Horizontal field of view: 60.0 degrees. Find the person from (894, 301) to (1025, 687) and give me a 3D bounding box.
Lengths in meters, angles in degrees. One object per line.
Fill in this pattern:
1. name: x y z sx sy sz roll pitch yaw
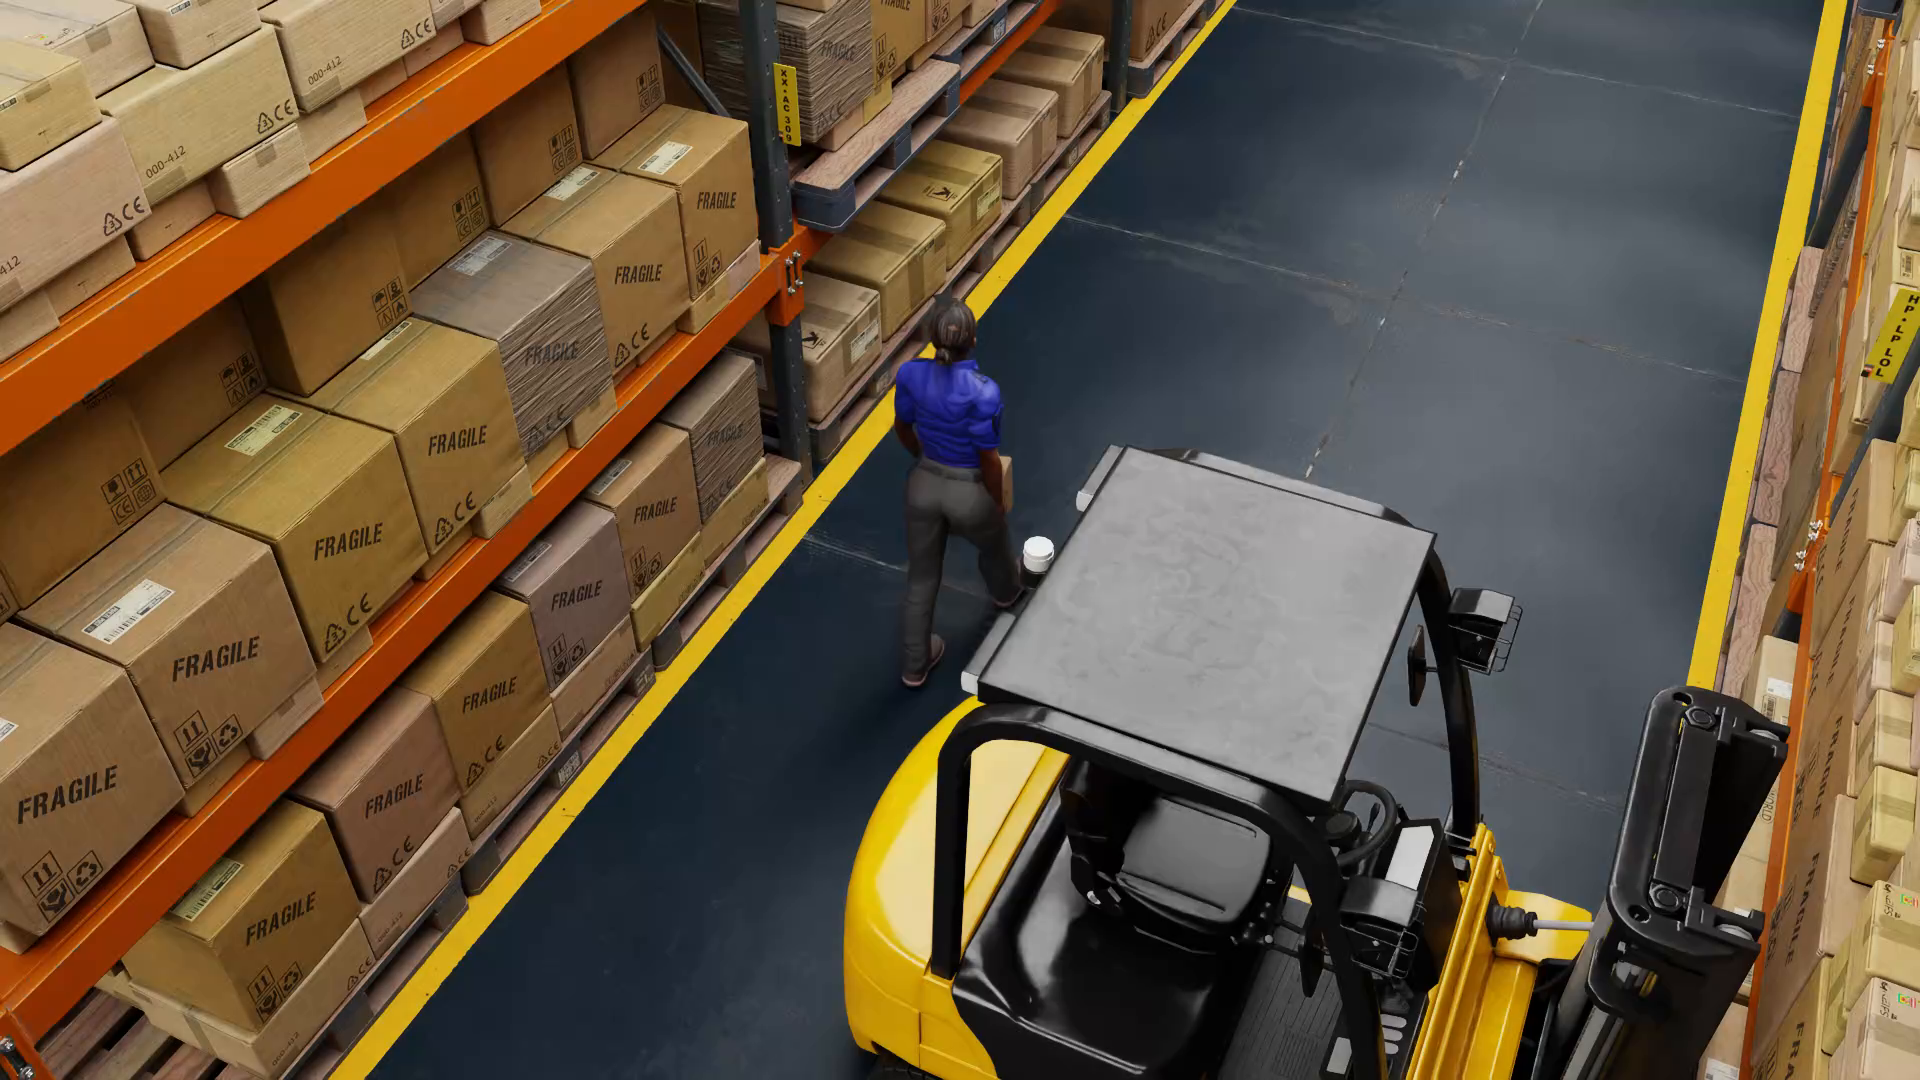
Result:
1. person: -0.008 -0.251 6.437 0.470 1.626 0.852 17 45 17
